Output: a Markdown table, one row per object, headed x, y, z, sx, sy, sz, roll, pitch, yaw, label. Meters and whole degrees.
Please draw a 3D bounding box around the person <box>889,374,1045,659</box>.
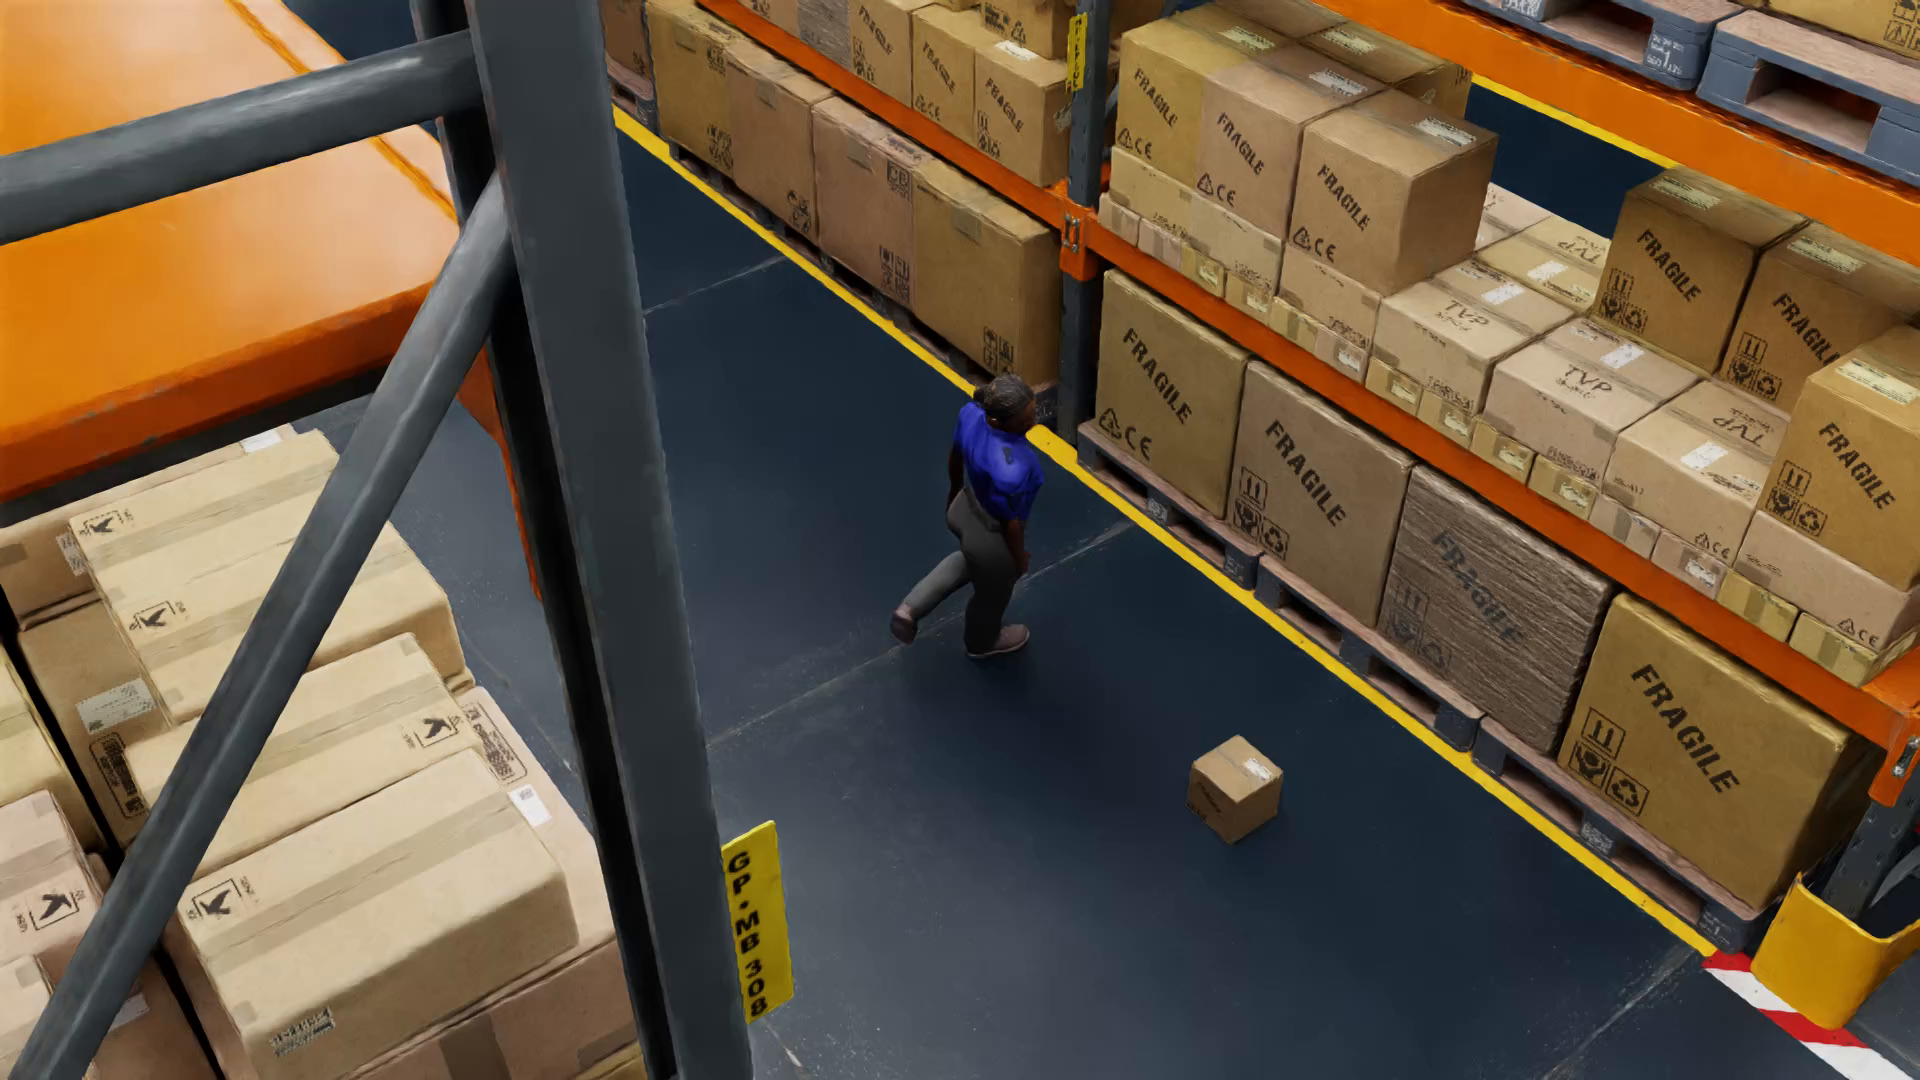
| x | y | z | sx | sy | sz | roll | pitch | yaw | label |
| --- | --- | --- | --- | --- | --- | --- | --- | --- | --- |
| 0.077 | -0.026 | 6.472 | 0.613 | 1.597 | 0.563 | -17 | 43 | -19 | person |
